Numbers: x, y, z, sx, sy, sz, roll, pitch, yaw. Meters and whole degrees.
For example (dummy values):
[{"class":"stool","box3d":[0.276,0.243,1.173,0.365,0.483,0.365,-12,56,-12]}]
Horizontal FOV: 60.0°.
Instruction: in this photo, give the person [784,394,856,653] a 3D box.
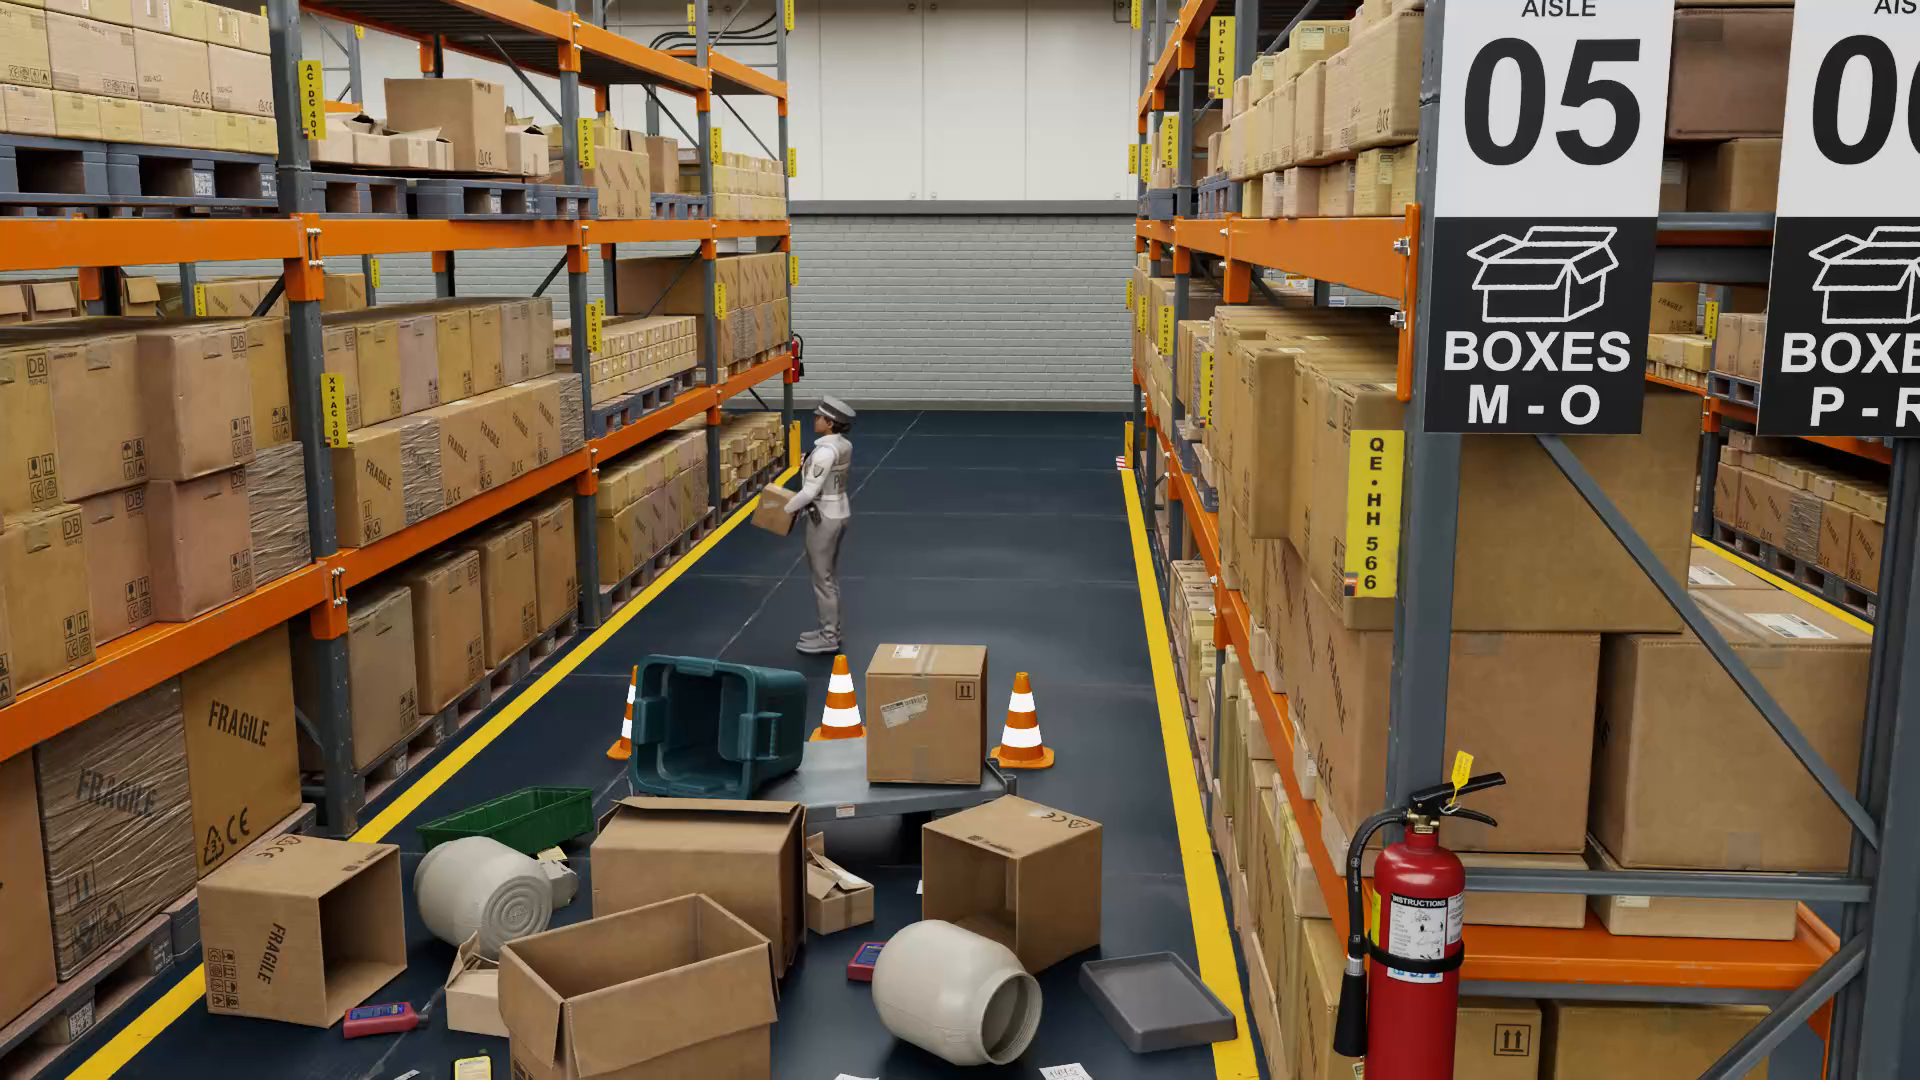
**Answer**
[{"class":"person","box3d":[-0.938,-0.115,10.926,0.543,1.700,0.471,3,11,13]}]
